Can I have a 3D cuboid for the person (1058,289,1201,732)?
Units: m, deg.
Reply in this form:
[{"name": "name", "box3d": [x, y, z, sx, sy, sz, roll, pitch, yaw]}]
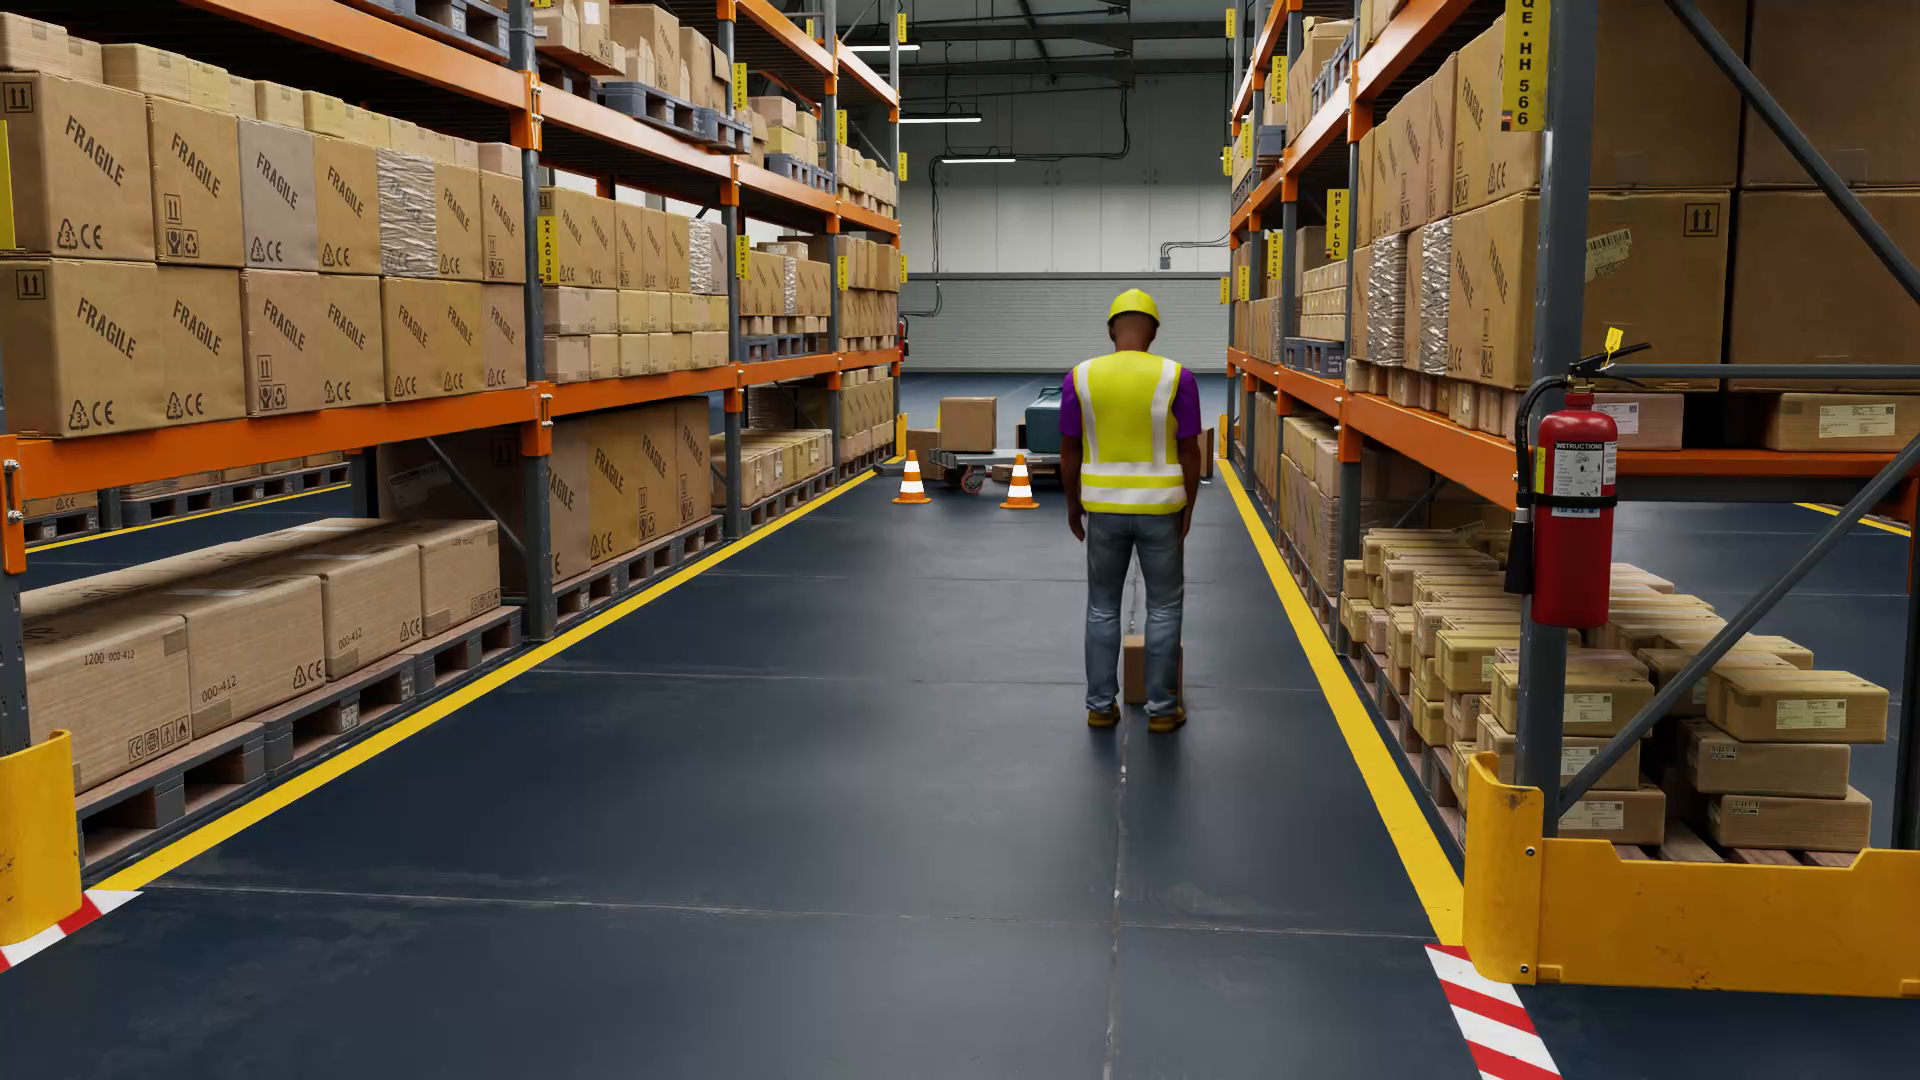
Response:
[{"name": "person", "box3d": [0.683, -0.122, 6.672, 0.573, 1.751, 0.384, 2, 8, 17]}]
